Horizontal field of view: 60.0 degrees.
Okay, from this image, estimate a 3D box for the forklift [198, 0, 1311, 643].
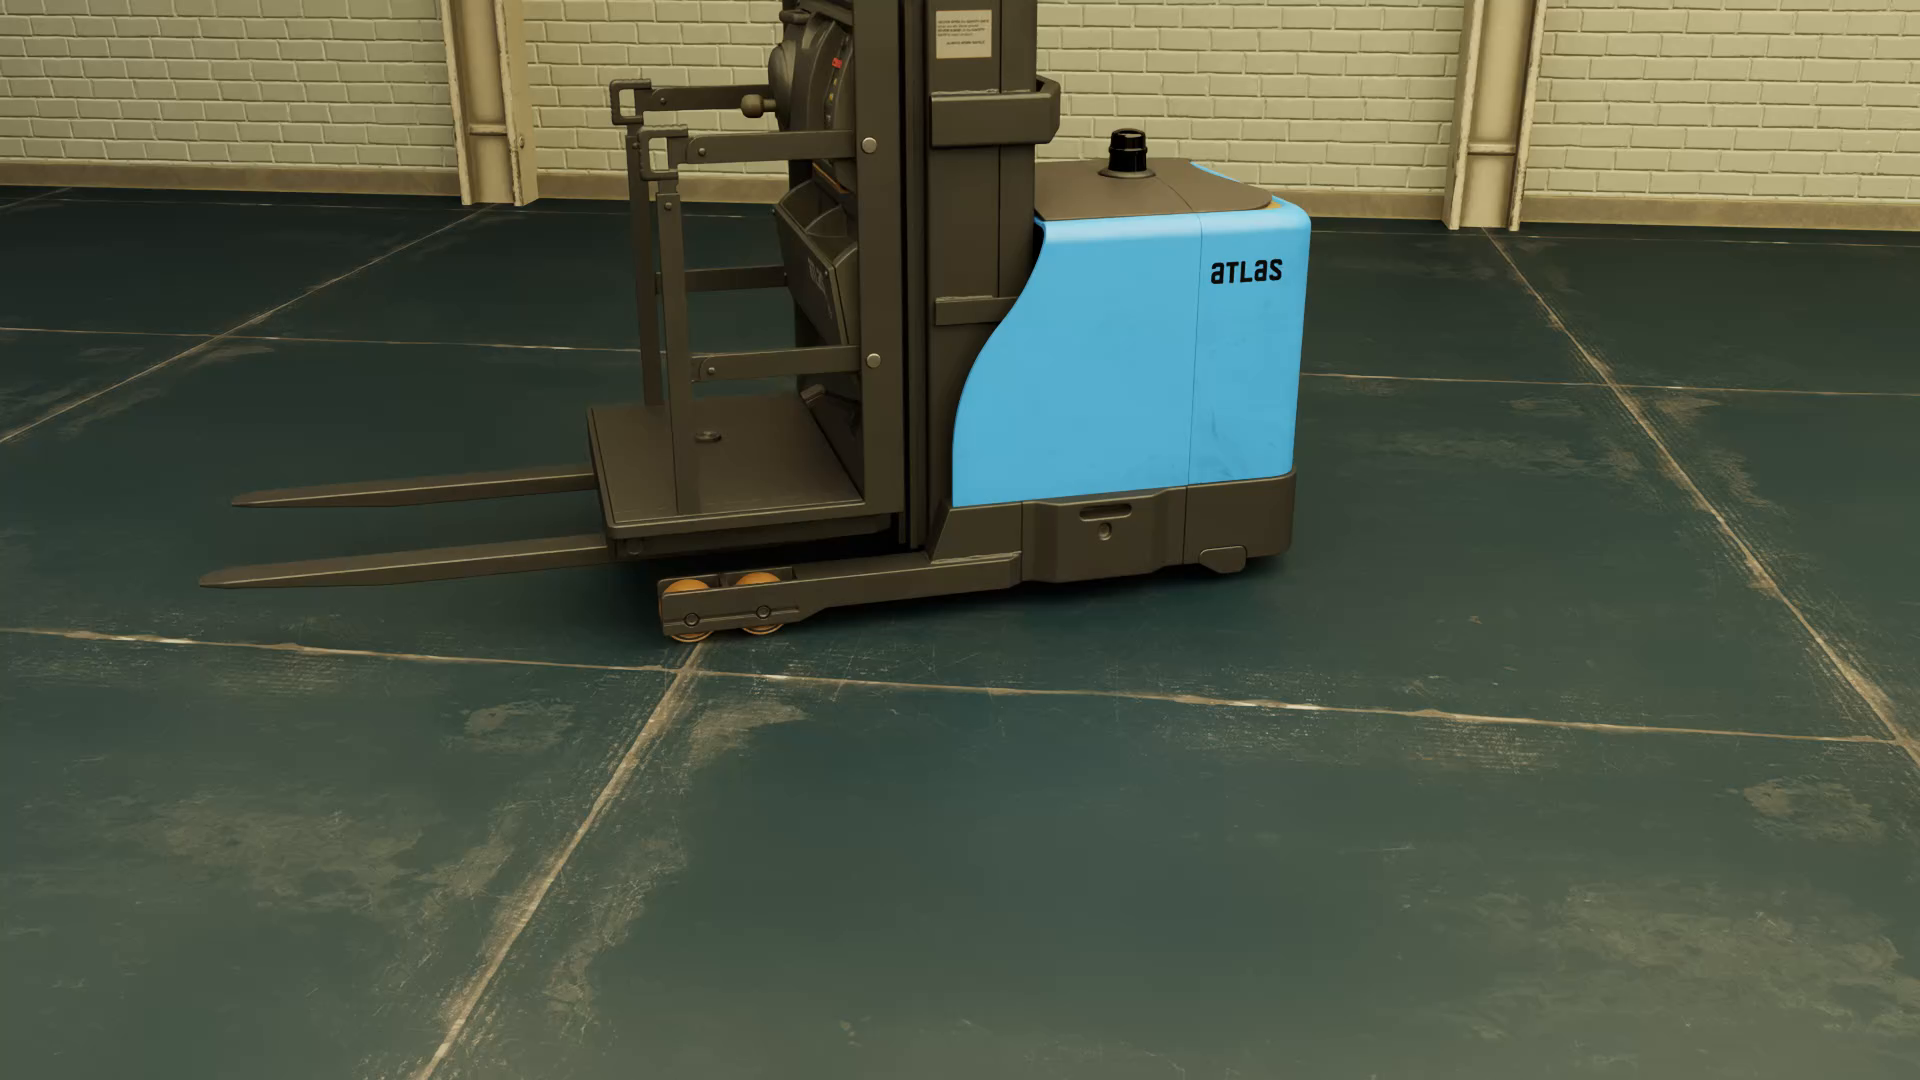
[{"bbox_3d":[-0.588,-1.301,4.485,3.031,2.935,1.130,-6,23,-14],"label":"forklift"}]
